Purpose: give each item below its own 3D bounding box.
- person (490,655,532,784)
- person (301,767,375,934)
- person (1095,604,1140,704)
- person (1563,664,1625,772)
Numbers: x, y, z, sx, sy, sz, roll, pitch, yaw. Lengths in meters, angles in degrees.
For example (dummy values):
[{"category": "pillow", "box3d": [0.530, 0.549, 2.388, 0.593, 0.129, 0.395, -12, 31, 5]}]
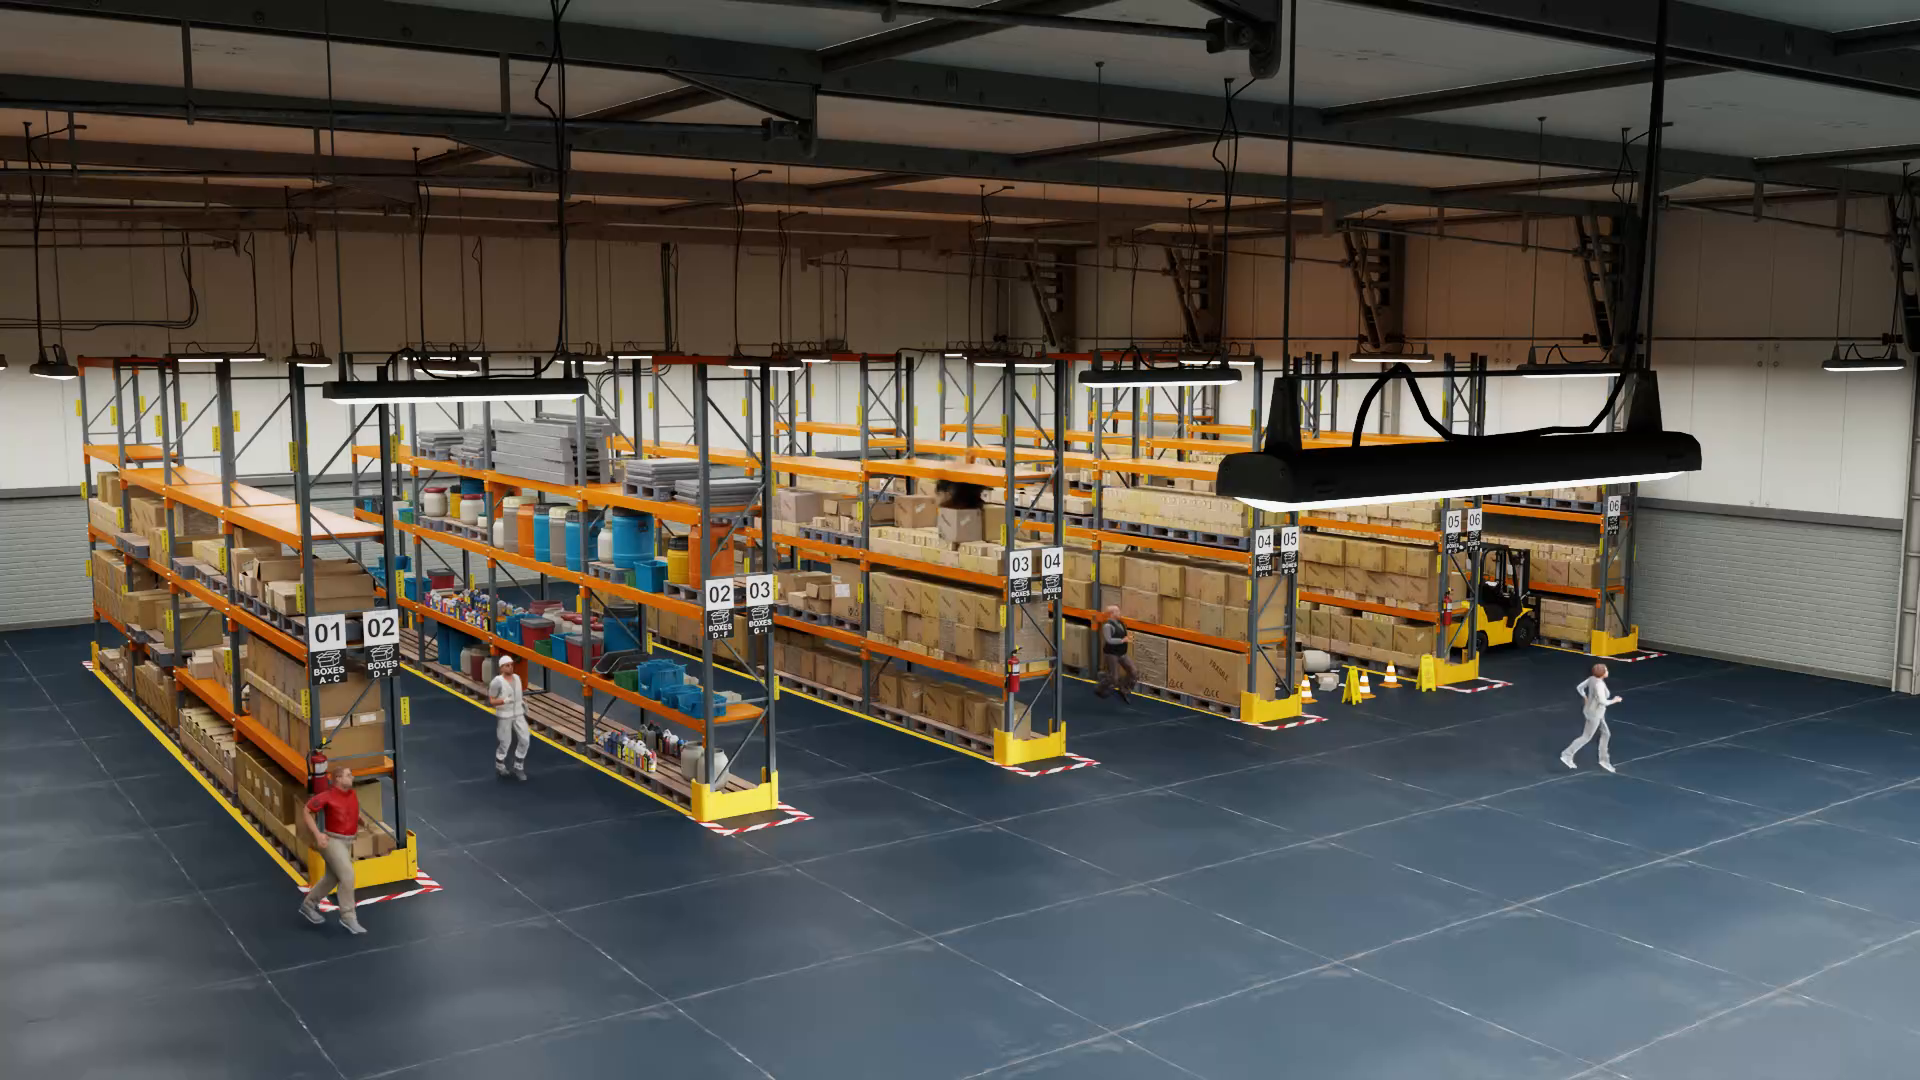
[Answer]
[{"category": "person", "box3d": [-6.409, 2.560, 23.787, 0.632, 1.836, 0.736, -7, 10, -44]}, {"category": "person", "box3d": [-6.688, 3.321, 18.003, 0.900, 1.743, 0.677, 1, 7, 7]}, {"category": "person", "box3d": [2.650, 1.912, 28.037, 0.774, 1.696, 0.627, 6, 9, 40]}, {"category": "person", "box3d": [9.266, 2.597, 24.306, 0.875, 1.619, 0.550, 1, 7, 8]}]
